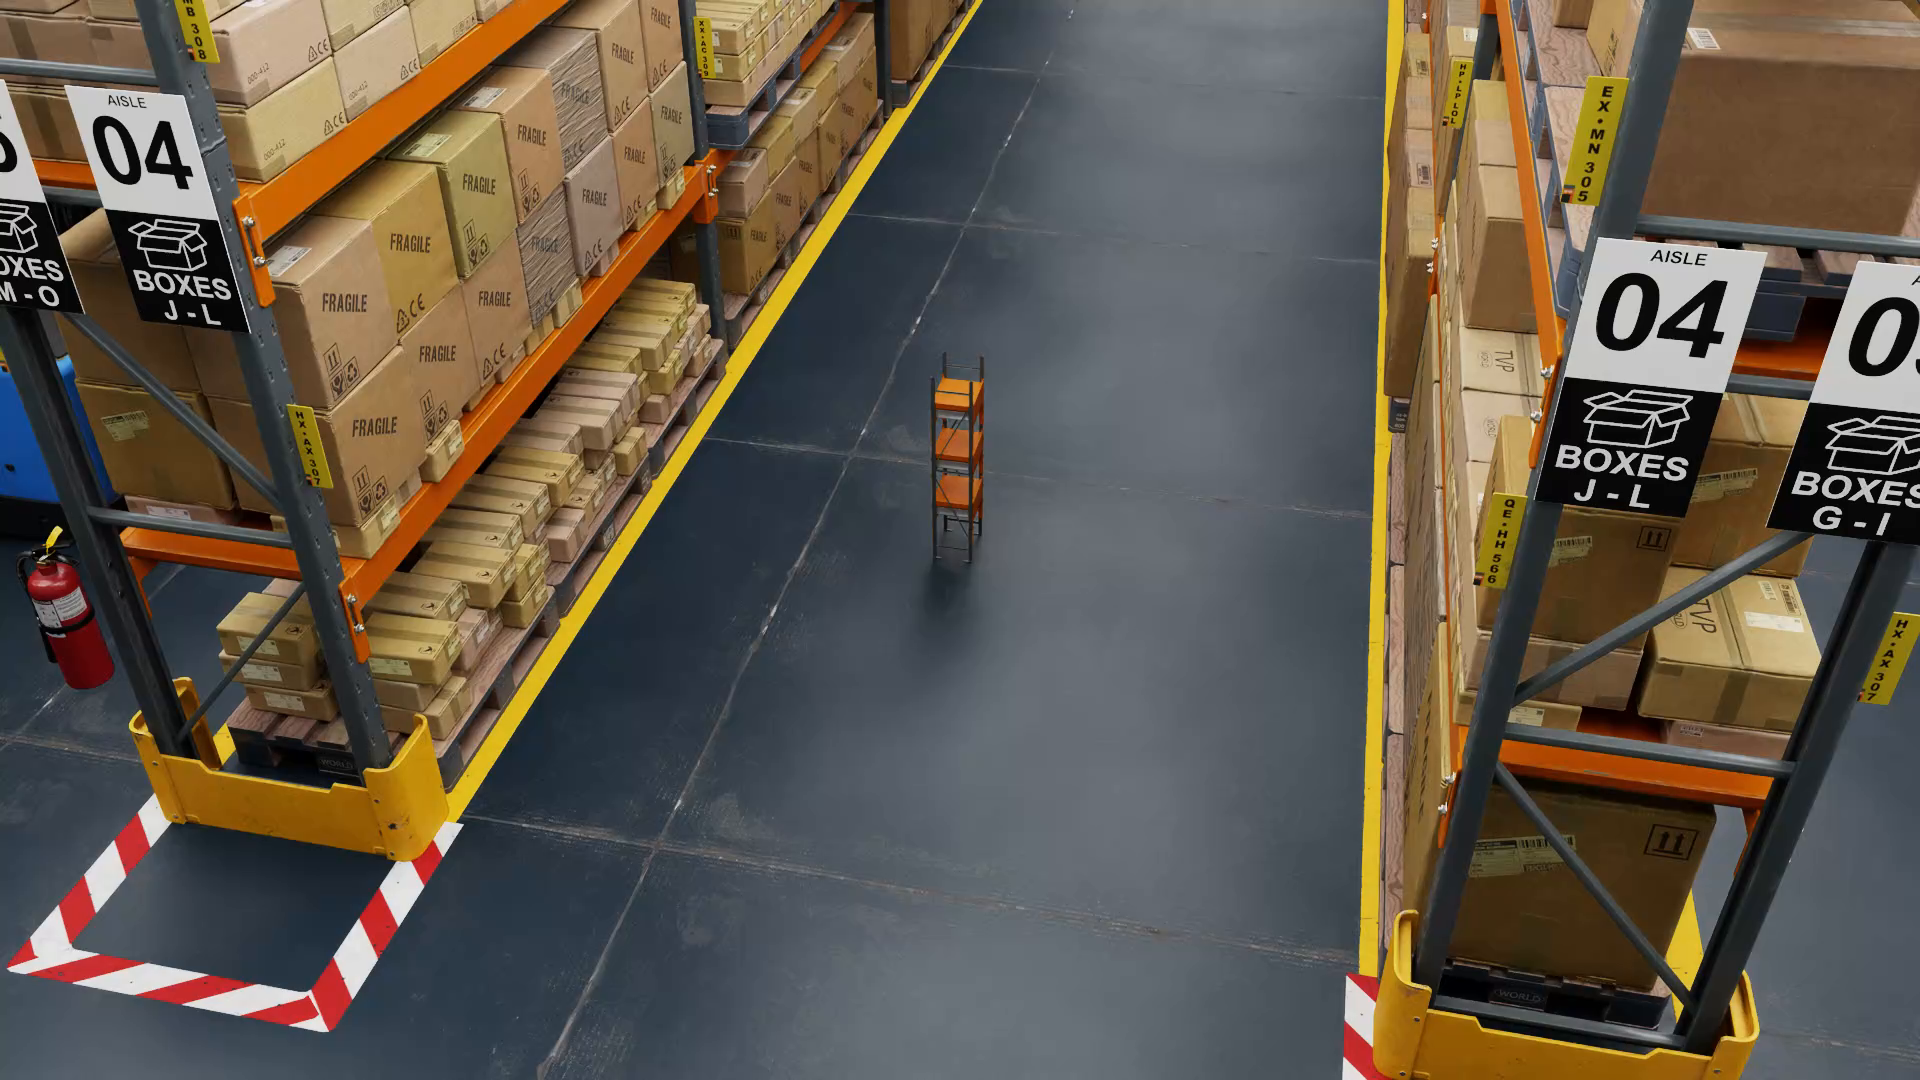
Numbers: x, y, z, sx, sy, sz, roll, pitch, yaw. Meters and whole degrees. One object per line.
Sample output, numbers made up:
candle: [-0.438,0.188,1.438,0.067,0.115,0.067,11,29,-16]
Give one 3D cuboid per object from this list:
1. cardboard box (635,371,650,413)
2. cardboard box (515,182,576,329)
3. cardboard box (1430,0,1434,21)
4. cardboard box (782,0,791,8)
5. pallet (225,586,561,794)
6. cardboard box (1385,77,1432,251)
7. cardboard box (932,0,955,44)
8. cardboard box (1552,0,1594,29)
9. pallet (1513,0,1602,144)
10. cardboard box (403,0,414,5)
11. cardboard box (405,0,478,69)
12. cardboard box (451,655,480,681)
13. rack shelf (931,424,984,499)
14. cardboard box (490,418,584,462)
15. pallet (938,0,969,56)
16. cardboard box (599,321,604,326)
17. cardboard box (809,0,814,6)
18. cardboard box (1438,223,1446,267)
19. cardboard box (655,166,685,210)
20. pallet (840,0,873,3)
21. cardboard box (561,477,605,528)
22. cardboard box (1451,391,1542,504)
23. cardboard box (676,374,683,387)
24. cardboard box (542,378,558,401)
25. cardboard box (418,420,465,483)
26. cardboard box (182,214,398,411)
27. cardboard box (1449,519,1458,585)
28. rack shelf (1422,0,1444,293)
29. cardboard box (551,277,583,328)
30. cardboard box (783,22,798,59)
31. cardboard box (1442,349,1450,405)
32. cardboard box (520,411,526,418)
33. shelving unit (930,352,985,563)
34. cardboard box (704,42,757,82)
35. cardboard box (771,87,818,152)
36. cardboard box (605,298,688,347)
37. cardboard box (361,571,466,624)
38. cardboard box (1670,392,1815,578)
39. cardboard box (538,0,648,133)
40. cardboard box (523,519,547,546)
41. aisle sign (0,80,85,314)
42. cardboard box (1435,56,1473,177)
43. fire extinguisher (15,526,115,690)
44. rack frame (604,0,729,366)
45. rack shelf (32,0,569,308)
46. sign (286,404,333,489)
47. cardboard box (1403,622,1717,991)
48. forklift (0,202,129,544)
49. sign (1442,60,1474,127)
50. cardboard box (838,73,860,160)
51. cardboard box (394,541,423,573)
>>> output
cardboard box: [-1.883,-0.799,8.884,0.380,0.149,0.250,8,37,10]
cardboard box: [-2.071,-1.300,7.419,0.500,0.500,0.500,6,36,9]
cardboard box: [3.417,-3.736,11.034,0.500,0.500,0.500,8,37,11]
cardboard box: [-1.191,-3.254,9.804,0.380,0.149,0.250,7,36,9]
pallet: [-2.522,0.591,7.526,1.003,0.211,1.213,7,37,10]
cardboard box: [3.421,-2.347,10.655,1.225,0.875,0.875,7,37,10]
cardboard box: [-0.636,-4.719,14.034,1.050,0.750,0.750,8,37,11]
cardboard box: [2.454,-2.067,5.732,0.700,0.500,0.500,9,37,12]
pallet: [2.485,-1.661,5.775,1.003,0.211,1.213,7,37,10]
cardboard box: [-2.168,-2.197,6.141,0.500,0.250,0.500,8,37,11]
cardboard box: [-2.186,-2.011,6.311,0.500,0.250,0.500,6,36,8]
cardboard box: [-2.345,0.530,7.304,0.380,0.149,0.250,7,37,10]
rack shelf: [-0.011,-0.386,8.176,0.215,0.259,0.240,7,37,10]
cardboard box: [-2.080,-0.461,8.165,0.380,0.149,0.250,7,37,10]
pallet: [-0.532,-4.631,14.730,1.003,0.211,1.213,7,37,10]
cardboard box: [-2.283,-1.174,9.656,0.380,0.149,0.250,6,36,8]
cardboard box: [-1.083,-3.437,10.309,0.380,0.149,0.250,7,36,9]
cardboard box: [2.544,-1.418,8.134,0.380,0.149,0.250,7,37,10]
cardboard box: [-1.672,-1.871,8.759,0.380,0.149,0.250,6,36,9]
pallet: [-1.085,-4.121,11.813,1.213,0.211,1.003,7,37,10]
cardboard box: [-2.004,-0.198,8.309,0.380,0.149,0.250,7,37,10]
cardboard box: [2.140,-0.307,6.263,0.500,0.250,0.500,6,36,8]
cardboard box: [-1.780,-0.937,9.328,0.380,0.149,0.250,8,37,11]
cardboard box: [-2.325,-0.840,8.942,0.380,0.149,0.250,6,36,8]
cardboard box: [-2.233,-0.375,6.696,0.380,0.149,0.250,6,36,9]
cardboard box: [-2.391,-0.824,5.910,0.500,0.500,0.500,7,37,10]
cardboard box: [1.995,0.066,6.088,0.380,0.149,0.250,8,37,11]
rack shelf: [3.360,-2.503,10.030,1.077,0.370,4.000,7,37,10]
cardboard box: [-1.988,-1.127,7.733,0.380,0.149,0.250,8,37,11]
cardboard box: [-1.193,-3.010,9.973,0.380,0.149,0.250,8,37,10]
cardboard box: [2.268,-0.674,7.109,0.380,0.149,0.250,8,37,11]
cardboard box: [-2.435,-0.656,8.433,0.380,0.149,0.250,6,36,8]
shelving unit: [-0.011,-0.394,8.170,0.215,1.050,0.252,7,37,10]
cardboard box: [-1.358,-2.684,9.270,0.380,0.149,0.250,8,37,11]
cardboard box: [-1.251,-2.776,10.928,0.500,0.250,0.500,9,37,12]
cardboard box: [-1.729,-1.195,9.178,0.380,0.149,0.250,8,37,11]
cardboard box: [-2.361,0.279,7.144,0.380,0.149,0.250,8,37,11]
cardboard box: [2.551,-0.245,5.538,0.500,0.500,0.500,6,36,9]
cardboard box: [-1.833,-2.292,7.936,0.500,0.500,0.500,6,36,8]
cardboard box: [-2.179,-0.037,7.833,0.380,0.149,0.250,6,36,8]
aisle sign: [-3.055,-1.082,5.242,0.394,0.787,0.004,7,37,10]
cardboard box: [2.878,-2.273,9.015,0.500,0.500,0.500,8,37,11]
fire extinguisher: [-3.251,0.235,6.023,0.296,0.674,0.183,7,37,10]
rack frame: [-1.892,-2.327,9.175,1.000,3.000,0.127,7,37,10]
rack shelf: [-2.319,-2.104,6.923,1.077,0.370,4.000,7,37,10]
sign: [-2.216,-0.316,5.663,0.100,0.325,0.005,7,37,10]
cardboard box: [2.137,0.959,6.093,0.875,0.875,0.875,7,37,10]
forklift: [-4.378,-2.010,8.796,1.130,2.935,3.031,8,37,11]
sign: [2.400,-2.146,8.006,0.100,0.325,0.005,7,37,10]
cardboard box: [-1.037,-3.071,11.973,0.500,0.500,0.500,9,37,12]
cardboard box: [-2.645,0.052,7.710,0.380,0.149,0.250,7,37,9]
